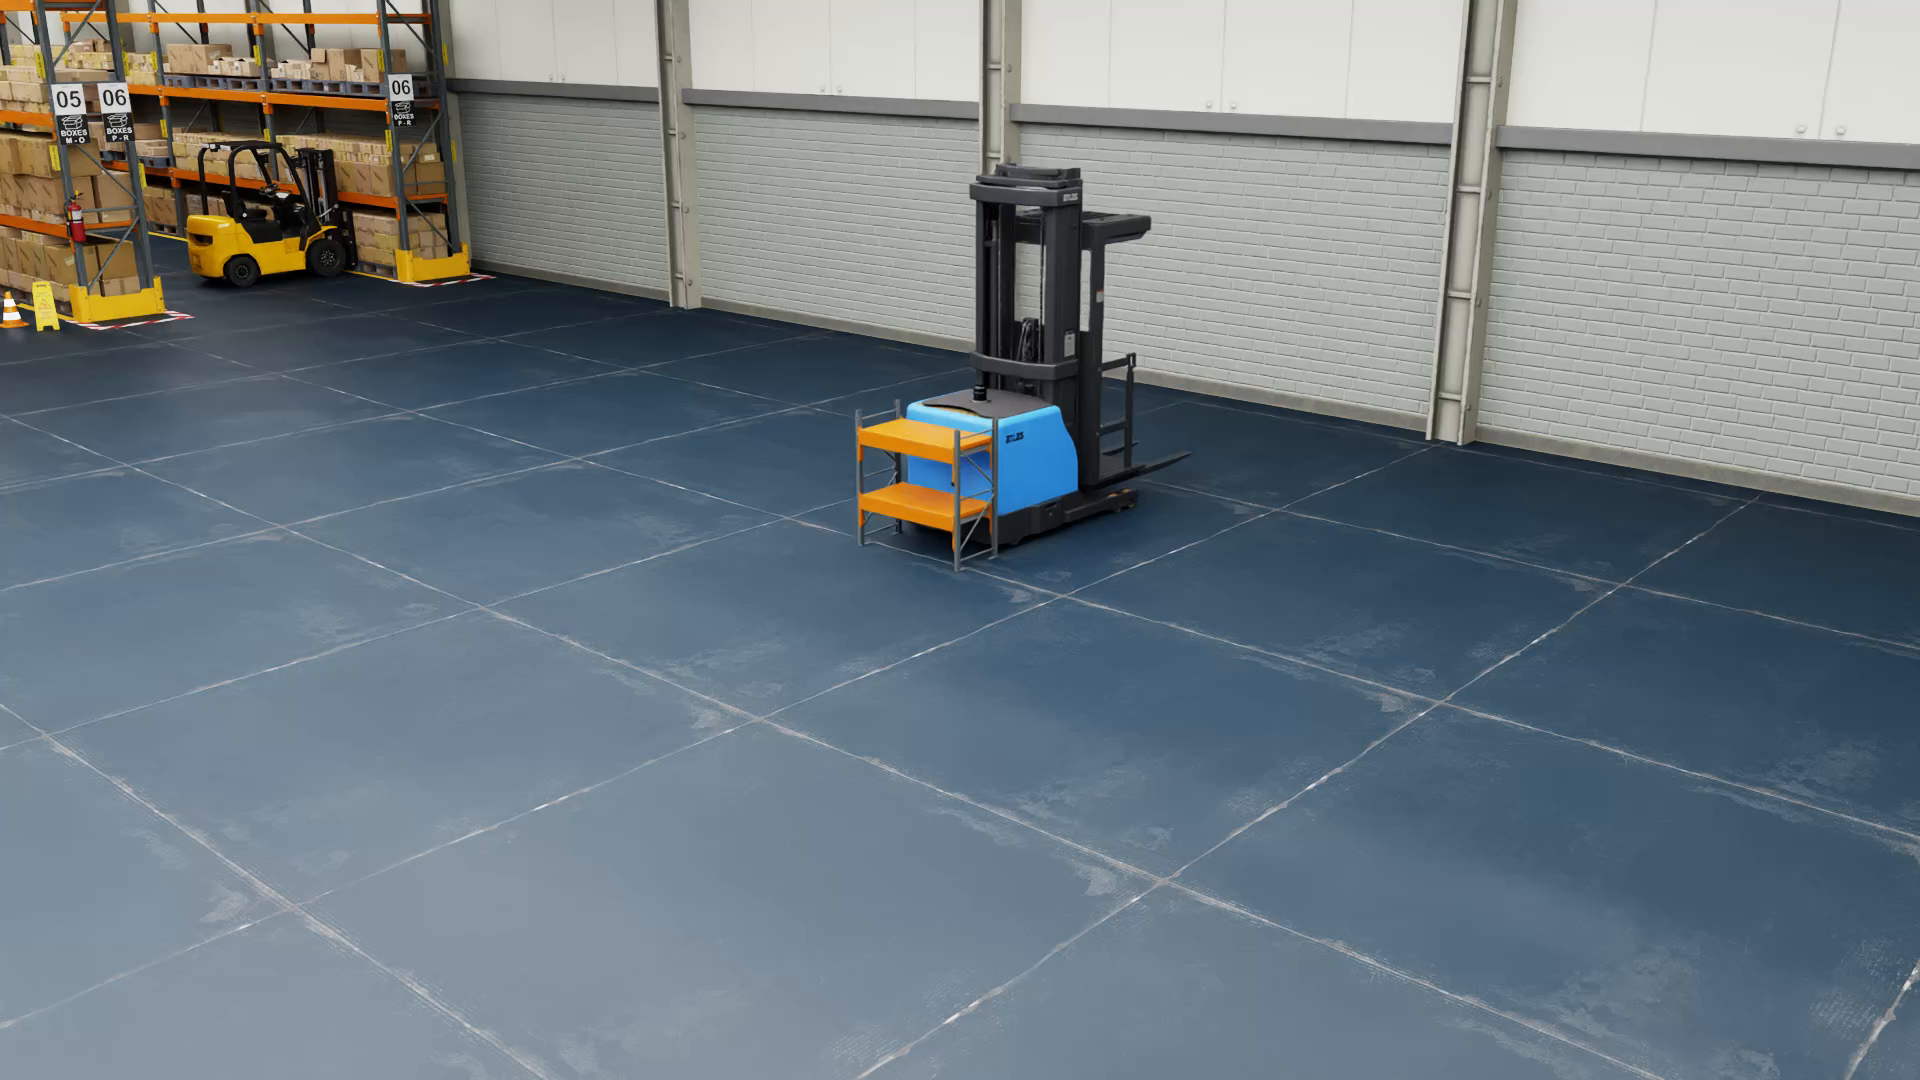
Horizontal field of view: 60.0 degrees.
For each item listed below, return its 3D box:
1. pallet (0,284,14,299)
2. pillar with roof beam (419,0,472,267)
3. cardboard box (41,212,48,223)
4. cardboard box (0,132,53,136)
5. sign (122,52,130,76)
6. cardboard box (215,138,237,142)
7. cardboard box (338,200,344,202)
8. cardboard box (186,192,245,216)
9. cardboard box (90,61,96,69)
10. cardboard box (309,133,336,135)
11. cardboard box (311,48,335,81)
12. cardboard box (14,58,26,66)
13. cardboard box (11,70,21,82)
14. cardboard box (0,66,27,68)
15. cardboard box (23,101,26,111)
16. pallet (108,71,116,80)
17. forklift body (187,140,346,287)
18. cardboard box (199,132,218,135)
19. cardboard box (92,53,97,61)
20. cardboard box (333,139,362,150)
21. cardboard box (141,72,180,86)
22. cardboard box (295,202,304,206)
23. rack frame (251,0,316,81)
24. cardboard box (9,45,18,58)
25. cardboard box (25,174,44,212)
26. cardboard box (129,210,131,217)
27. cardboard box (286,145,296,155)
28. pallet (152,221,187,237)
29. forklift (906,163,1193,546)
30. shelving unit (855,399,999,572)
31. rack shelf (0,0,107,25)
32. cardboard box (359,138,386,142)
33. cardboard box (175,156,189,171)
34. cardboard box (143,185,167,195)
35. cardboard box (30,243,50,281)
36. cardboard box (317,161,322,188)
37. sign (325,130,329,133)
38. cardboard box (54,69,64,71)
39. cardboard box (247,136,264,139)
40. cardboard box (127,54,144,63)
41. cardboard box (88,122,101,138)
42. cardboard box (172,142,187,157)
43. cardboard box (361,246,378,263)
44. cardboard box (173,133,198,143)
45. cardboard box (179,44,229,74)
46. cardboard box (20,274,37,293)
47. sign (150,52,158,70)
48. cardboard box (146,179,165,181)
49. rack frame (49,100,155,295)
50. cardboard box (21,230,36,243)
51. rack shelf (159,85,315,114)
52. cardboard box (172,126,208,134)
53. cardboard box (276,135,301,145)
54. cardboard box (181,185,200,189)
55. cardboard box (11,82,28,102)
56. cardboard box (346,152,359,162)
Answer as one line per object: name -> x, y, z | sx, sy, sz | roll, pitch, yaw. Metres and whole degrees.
pallet -> -14.339, -3.940, 25.676 | 1.213, 0.211, 1.003 | 15, 23, 39
pillar with roof beam -> -11.361, -7.945, 23.771 | 0.400, 9.000, 9.100 | 15, 23, 39
cardboard box -> -12.735, -4.581, 23.504 | 0.250, 0.149, 0.380 | 15, 23, 38
cardboard box -> -13.504, -5.626, 24.069 | 0.500, 0.500, 0.700 | 15, 23, 39
sign -> -11.513, -6.562, 22.925 | 0.005, 0.325, 0.100 | 15, 23, 39
cardboard box -> -13.201, -7.180, 30.040 | 0.250, 0.149, 0.380 | 14, 23, 38
cardboard box -> -11.076, -5.830, 29.223 | 0.500, 0.250, 0.500 | 16, 23, 40
cardboard box -> -14.107, -6.262, 31.617 | 0.625, 0.625, 0.875 | 16, 24, 41
cardboard box -> -16.831, -9.329, 32.645 | 0.250, 0.149, 0.380 | 15, 23, 39
cardboard box -> -11.133, -7.022, 29.050 | 0.250, 0.149, 0.380 | 15, 23, 39
cardboard box -> -10.186, -7.831, 27.340 | 0.637, 0.503, 0.797 | 16, 24, 41
cardboard box -> -19.629, -10.075, 35.196 | 0.500, 0.250, 0.500 | 14, 22, 38
cardboard box -> -13.026, -6.504, 23.287 | 0.250, 0.149, 0.380 | 15, 23, 39
cardboard box -> -14.102, -6.964, 24.735 | 0.250, 0.149, 0.380 | 16, 23, 41
cardboard box -> -12.855, -6.080, 23.268 | 0.250, 0.149, 0.380 | 15, 23, 40
pallet -> -16.337, -9.111, 32.715 | 1.003, 0.211, 1.213 | 15, 23, 39
forklift body -> -11.210, -5.280, 26.692 | 1.214, 2.155, 2.313 | 15, 23, 39
cardboard box -> -14.187, -7.660, 31.551 | 0.250, 0.149, 0.380 | 16, 24, 41
cardboard box -> -16.775, -9.484, 32.643 | 0.250, 0.149, 0.380 | 15, 23, 40
cardboard box -> -10.140, -6.546, 27.549 | 0.250, 0.149, 0.380 | 15, 23, 40
cardboard box -> -15.110, -8.729, 31.447 | 0.500, 0.250, 0.500 | 14, 22, 37
cardboard box -> -11.419, -5.717, 28.867 | 0.500, 0.250, 0.500 | 15, 23, 38
rack frame -> -11.573, -9.379, 28.288 | 0.127, 3.000, 1.000 | 15, 23, 39
cardboard box -> -20.015, -10.415, 35.441 | 0.500, 0.250, 0.500 | 15, 23, 39
cardboard box -> -12.833, -4.930, 23.531 | 0.500, 0.500, 0.500 | 15, 23, 39
cardboard box -> -16.569, -6.780, 33.456 | 0.500, 0.500, 0.500 | 14, 22, 38
cardboard box -> -11.314, -6.701, 28.530 | 0.250, 0.149, 0.380 | 16, 23, 41
pallet -> -15.098, -6.152, 32.647 | 1.213, 0.211, 1.003 | 15, 23, 39
forklift -> 0.905, -1.722, 14.193 | 1.130, 2.935, 3.031 | 15, 23, 39
shelving unit -> -0.264, -0.445, 13.153 | 1.048, 1.125, 0.538 | 14, 22, 38
rack shelf -> -13.369, -7.509, 23.591 | 4.000, 0.370, 1.077 | 15, 23, 39
cardboard box -> -9.828, -6.648, 27.870 | 0.250, 0.149, 0.380 | 15, 23, 40
cardboard box -> -14.395, -7.107, 31.294 | 0.500, 0.250, 0.500 | 15, 23, 39
cardboard box -> -15.849, -6.906, 32.780 | 0.250, 0.149, 0.380 | 15, 23, 38
cardboard box -> -13.038, -4.045, 24.011 | 0.500, 0.500, 0.500 | 16, 24, 41
cardboard box -> -10.634, -6.217, 28.076 | 0.500, 0.500, 0.500 | 15, 23, 39
sign -> -11.205, -7.096, 29.449 | 0.005, 0.325, 0.100 | 15, 23, 39
cardboard box -> -12.735, -6.606, 23.608 | 0.250, 0.149, 0.380 | 15, 23, 39
cardboard box -> -12.803, -7.312, 30.455 | 0.250, 0.149, 0.380 | 15, 23, 40
cardboard box -> -15.798, -9.225, 31.859 | 0.250, 0.149, 0.380 | 14, 23, 38
cardboard box -> -17.343, -8.226, 33.712 | 0.500, 0.500, 0.700 | 16, 23, 41
cardboard box -> -14.411, -7.339, 31.200 | 0.500, 0.250, 0.500 | 15, 23, 39
cardboard box -> -9.508, -4.731, 27.410 | 0.500, 0.250, 0.500 | 15, 23, 39
cardboard box -> -14.522, -7.549, 31.201 | 0.250, 0.149, 0.380 | 16, 24, 41
cardboard box -> -13.741, -8.768, 30.298 | 0.500, 0.500, 0.700 | 14, 23, 38
cardboard box -> -13.433, -3.793, 24.456 | 0.500, 0.250, 0.500 | 14, 22, 37
sign -> -14.926, -8.876, 30.808 | 0.005, 0.325, 0.100 | 15, 23, 39
cardboard box -> -16.493, -7.291, 33.992 | 0.250, 0.149, 0.380 | 14, 22, 37
rack frame -> -11.873, -4.592, 23.124 | 0.127, 3.000, 1.000 | 15, 23, 39
cardboard box -> -13.346, -4.414, 24.099 | 0.250, 0.149, 0.380 | 16, 24, 42
rack shelf -> -13.069, -8.008, 30.116 | 4.000, 0.370, 1.077 | 15, 23, 39
cardboard box -> -14.846, -7.709, 32.084 | 0.500, 0.500, 0.500 | 16, 24, 42
cardboard box -> -11.531, -6.887, 28.624 | 0.250, 0.149, 0.380 | 16, 23, 40
cardboard box -> -15.168, -6.907, 32.782 | 0.250, 0.149, 0.380 | 15, 23, 40
cardboard box -> -12.801, -6.239, 23.108 | 0.500, 0.250, 0.500 | 15, 23, 39
cardboard box -> -9.799, -6.285, 27.219 | 0.250, 0.149, 0.380 | 14, 22, 38
